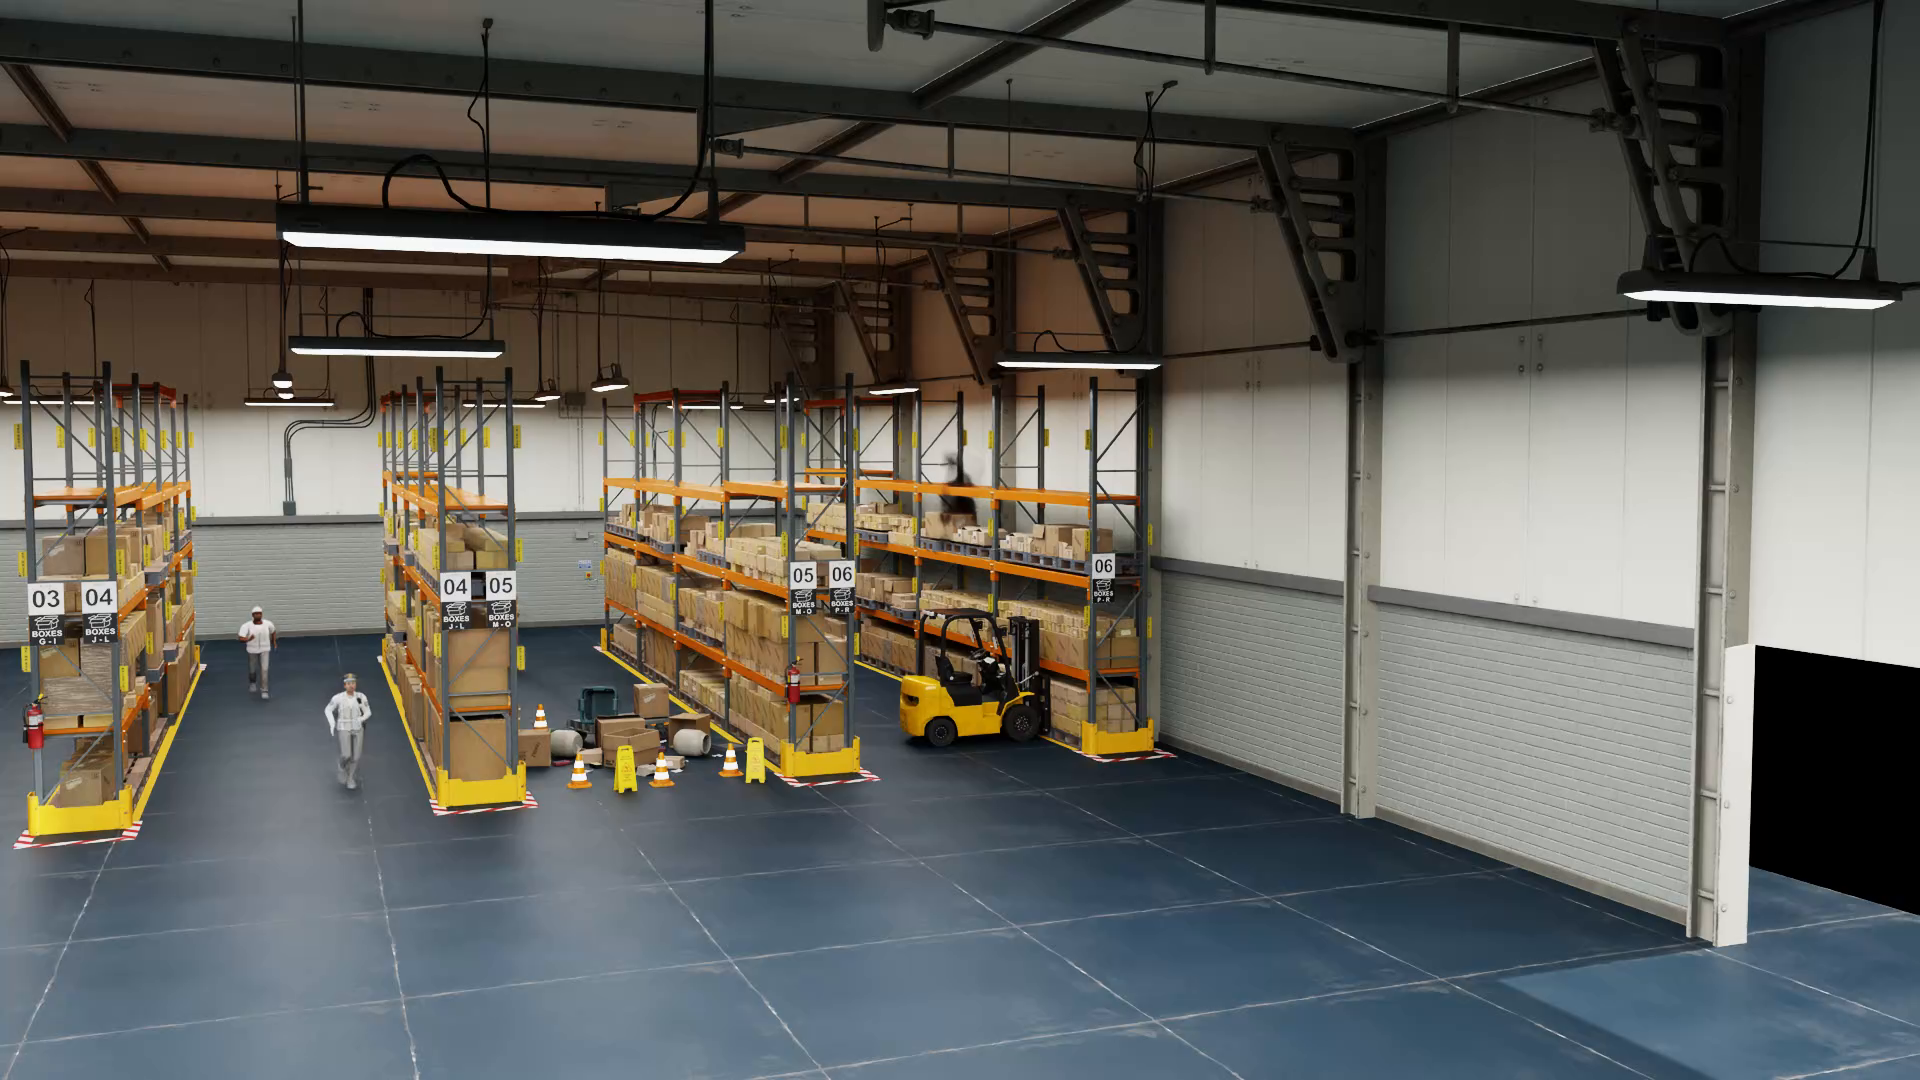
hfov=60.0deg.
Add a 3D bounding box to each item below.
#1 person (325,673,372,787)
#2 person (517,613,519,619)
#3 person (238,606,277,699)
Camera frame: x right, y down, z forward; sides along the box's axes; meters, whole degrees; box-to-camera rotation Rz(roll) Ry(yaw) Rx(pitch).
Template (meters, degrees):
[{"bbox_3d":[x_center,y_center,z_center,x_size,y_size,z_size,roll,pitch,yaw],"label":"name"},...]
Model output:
[{"bbox_3d":[-8.728,2.734,23.813,0.599,1.657,0.562,-2,4,-30],"label":"person"},{"bbox_3d":[-10.025,1.976,36.687,0.589,1.634,0.806,-2,4,-28],"label":"person"},{"bbox_3d":[-13.587,2.159,32.199,0.703,1.746,0.987,-2,4,-28],"label":"person"}]
